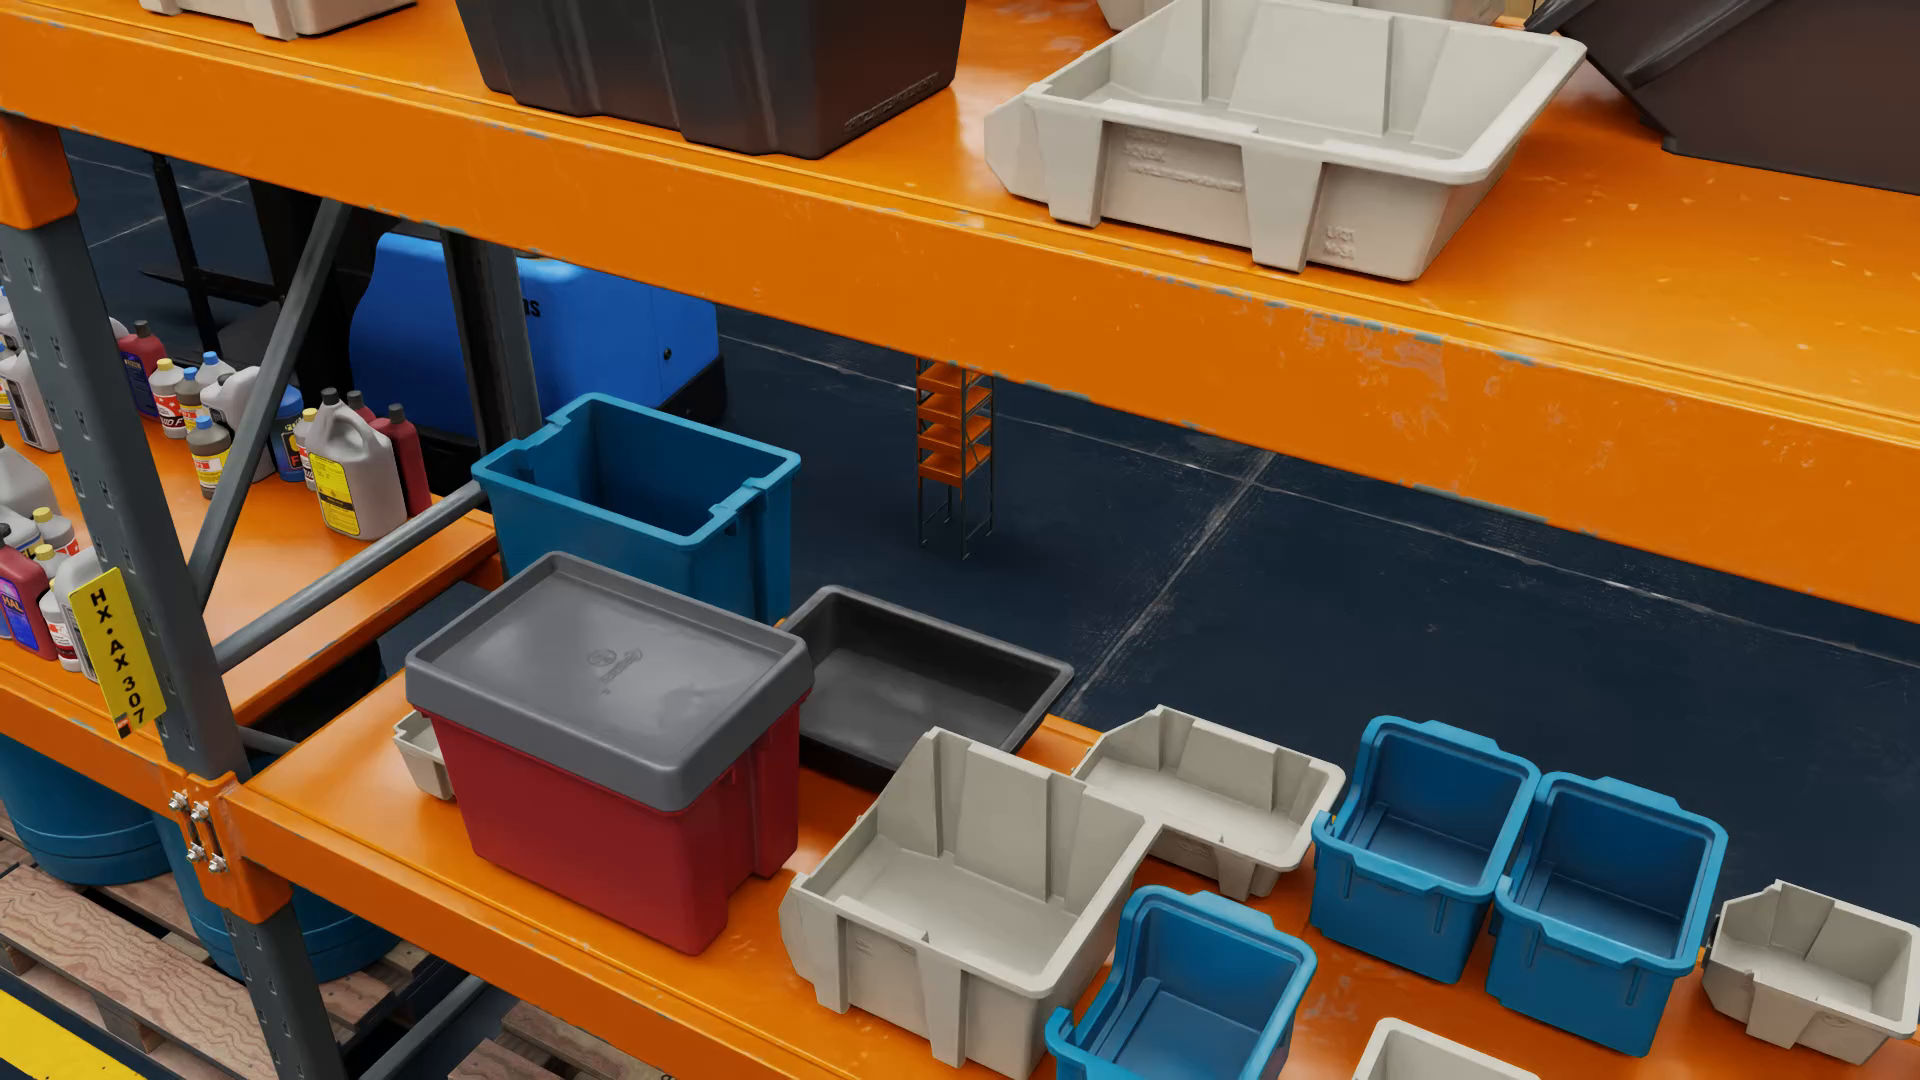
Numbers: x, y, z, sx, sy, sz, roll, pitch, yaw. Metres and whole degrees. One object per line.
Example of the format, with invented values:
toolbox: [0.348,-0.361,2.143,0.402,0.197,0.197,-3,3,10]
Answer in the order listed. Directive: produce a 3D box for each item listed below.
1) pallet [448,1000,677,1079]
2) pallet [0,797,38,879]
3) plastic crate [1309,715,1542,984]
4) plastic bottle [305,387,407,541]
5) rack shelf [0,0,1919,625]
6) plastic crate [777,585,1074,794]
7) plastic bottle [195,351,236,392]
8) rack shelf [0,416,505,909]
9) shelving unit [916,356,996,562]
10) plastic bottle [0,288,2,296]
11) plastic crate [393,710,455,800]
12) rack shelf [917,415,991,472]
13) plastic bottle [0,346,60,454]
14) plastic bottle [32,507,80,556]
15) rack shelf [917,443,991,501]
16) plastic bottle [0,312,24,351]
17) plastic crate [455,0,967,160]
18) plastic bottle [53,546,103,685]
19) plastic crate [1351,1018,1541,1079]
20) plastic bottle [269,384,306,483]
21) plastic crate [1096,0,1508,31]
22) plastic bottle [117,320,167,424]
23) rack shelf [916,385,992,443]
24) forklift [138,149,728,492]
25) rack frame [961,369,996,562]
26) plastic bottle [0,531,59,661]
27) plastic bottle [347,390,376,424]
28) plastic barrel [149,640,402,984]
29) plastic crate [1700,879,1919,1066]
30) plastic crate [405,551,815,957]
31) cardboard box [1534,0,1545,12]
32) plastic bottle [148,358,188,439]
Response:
pallet: [-0.577,1.401,3.955,1.213,0.211,1.003,18,37,24]
pallet: [-2.947,0.650,5.083,1.213,0.211,1.003,18,37,24]
plastic crate: [0.783,0.531,2.844,0.300,0.233,0.416,18,37,24]
plastic bottle: [-1.415,-0.186,3.868,0.185,0.351,0.144,18,37,24]
rack shelf: [0.502,-0.342,2.000,4.000,0.370,1.077,18,37,24]
plastic crate: [-0.130,0.325,3.250,0.590,0.125,0.437,18,37,24]
plastic bottle: [-1.852,-0.346,4.179,0.097,0.271,0.097,0,34,0]
rack shelf: [-2.971,-0.194,4.484,4.000,0.370,1.077,18,37,24]
shelving unit: [-0.013,-0.503,5.923,0.189,1.200,0.258,18,37,24]
plastic bottle: [-2.624,-0.590,4.546,0.097,0.271,0.097,0,34,0]
plastic crate: [-0.901,0.339,3.219,0.243,0.136,0.396,18,37,24]
rack shelf: [-0.013,-0.367,6.015,0.180,0.103,0.258,18,37,24]
plastic bottle: [-2.327,-0.383,4.231,0.135,0.276,0.152,18,37,24]
plastic bottle: [-2.009,0.021,3.691,0.097,0.201,0.097,0,34,0]
rack shelf: [-0.013,-0.267,6.081,0.180,0.103,0.258,18,37,24]
plastic bottle: [-2.453,-0.520,4.437,0.135,0.276,0.152,18,37,24]
plastic crate: [-0.292,-0.664,1.952,0.590,0.269,0.497,18,37,24]
plastic bottle: [-1.737,0.156,3.422,0.135,0.276,0.152,18,37,24]
plastic crate: [0.676,0.881,2.405,0.250,0.136,0.298,18,37,24]
plastic bottle: [-1.651,-0.282,4.083,0.097,0.271,0.097,0,34,0]
plastic crate: [0.467,-0.800,2.146,0.530,0.282,0.437,18,37,24]
plastic bottle: [-2.112,-0.445,4.317,0.133,0.283,0.061,18,37,24]
rack shelf: [-0.013,-0.466,5.948,0.180,0.103,0.258,18,37,24]
forklift: [-2.541,-1.821,6.341,3.031,2.935,1.130,13,36,19]
rack frame: [0.067,-0.478,5.886,0.006,1.200,0.240,18,37,24]
plastic bottle: [-1.961,0.111,3.482,0.133,0.283,0.061,18,37,24]
plastic bottle: [-1.457,-0.237,4.005,0.133,0.283,0.061,18,37,24]
plastic barrel: [-1.699,0.598,4.160,0.708,0.901,0.600,18,37,24]
plastic crate: [1.361,0.701,2.675,0.298,0.136,0.250,18,37,24]
plastic crate: [-0.584,0.372,2.874,0.583,0.464,0.402,18,37,24]
cardboard box: [2.413,-1.818,6.184,0.500,0.500,0.500,17,37,24]
plastic bottle: [-2.021,-0.370,4.279,0.097,0.201,0.097,0,34,0]
